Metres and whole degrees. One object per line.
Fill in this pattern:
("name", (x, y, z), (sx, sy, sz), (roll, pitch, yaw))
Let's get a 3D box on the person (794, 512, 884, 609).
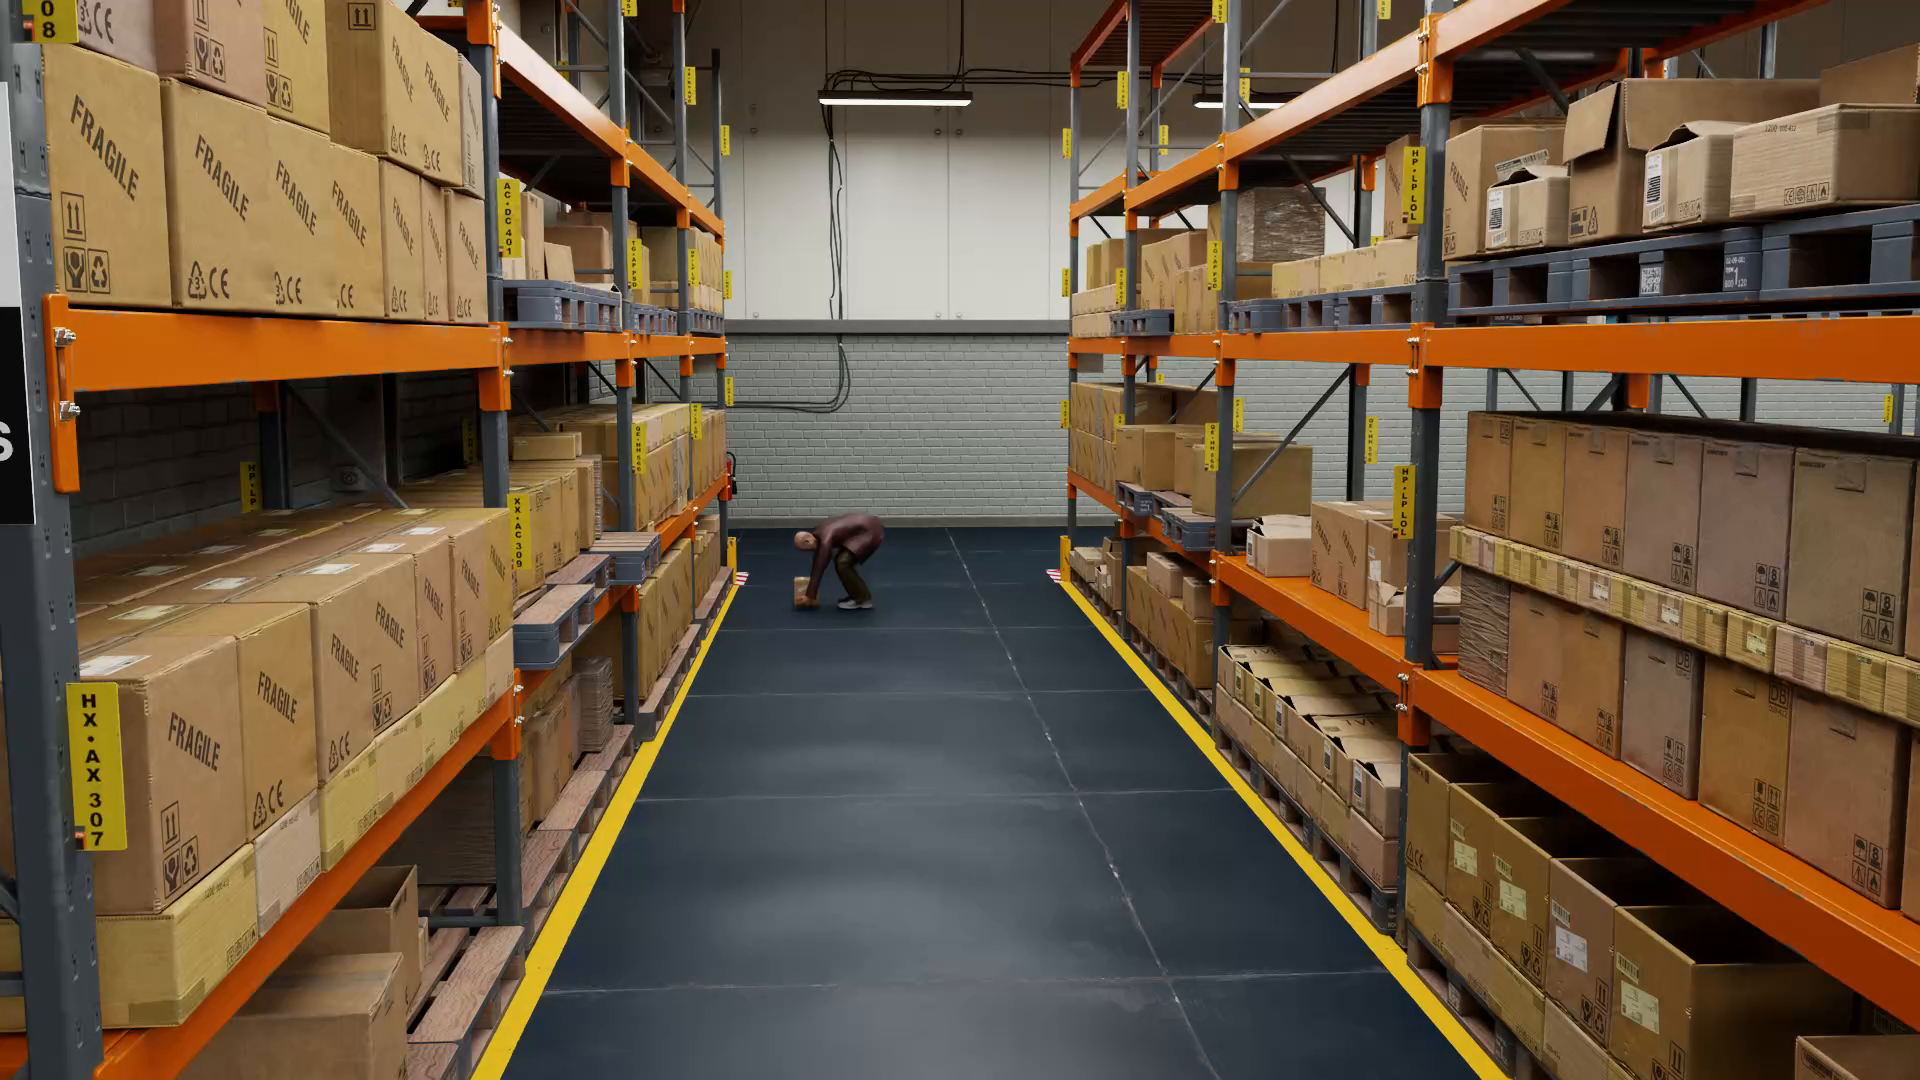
("person", (-1.261, 0.210, 17.349), (0.942, 0.996, 0.591), (-1, 7, -6))
